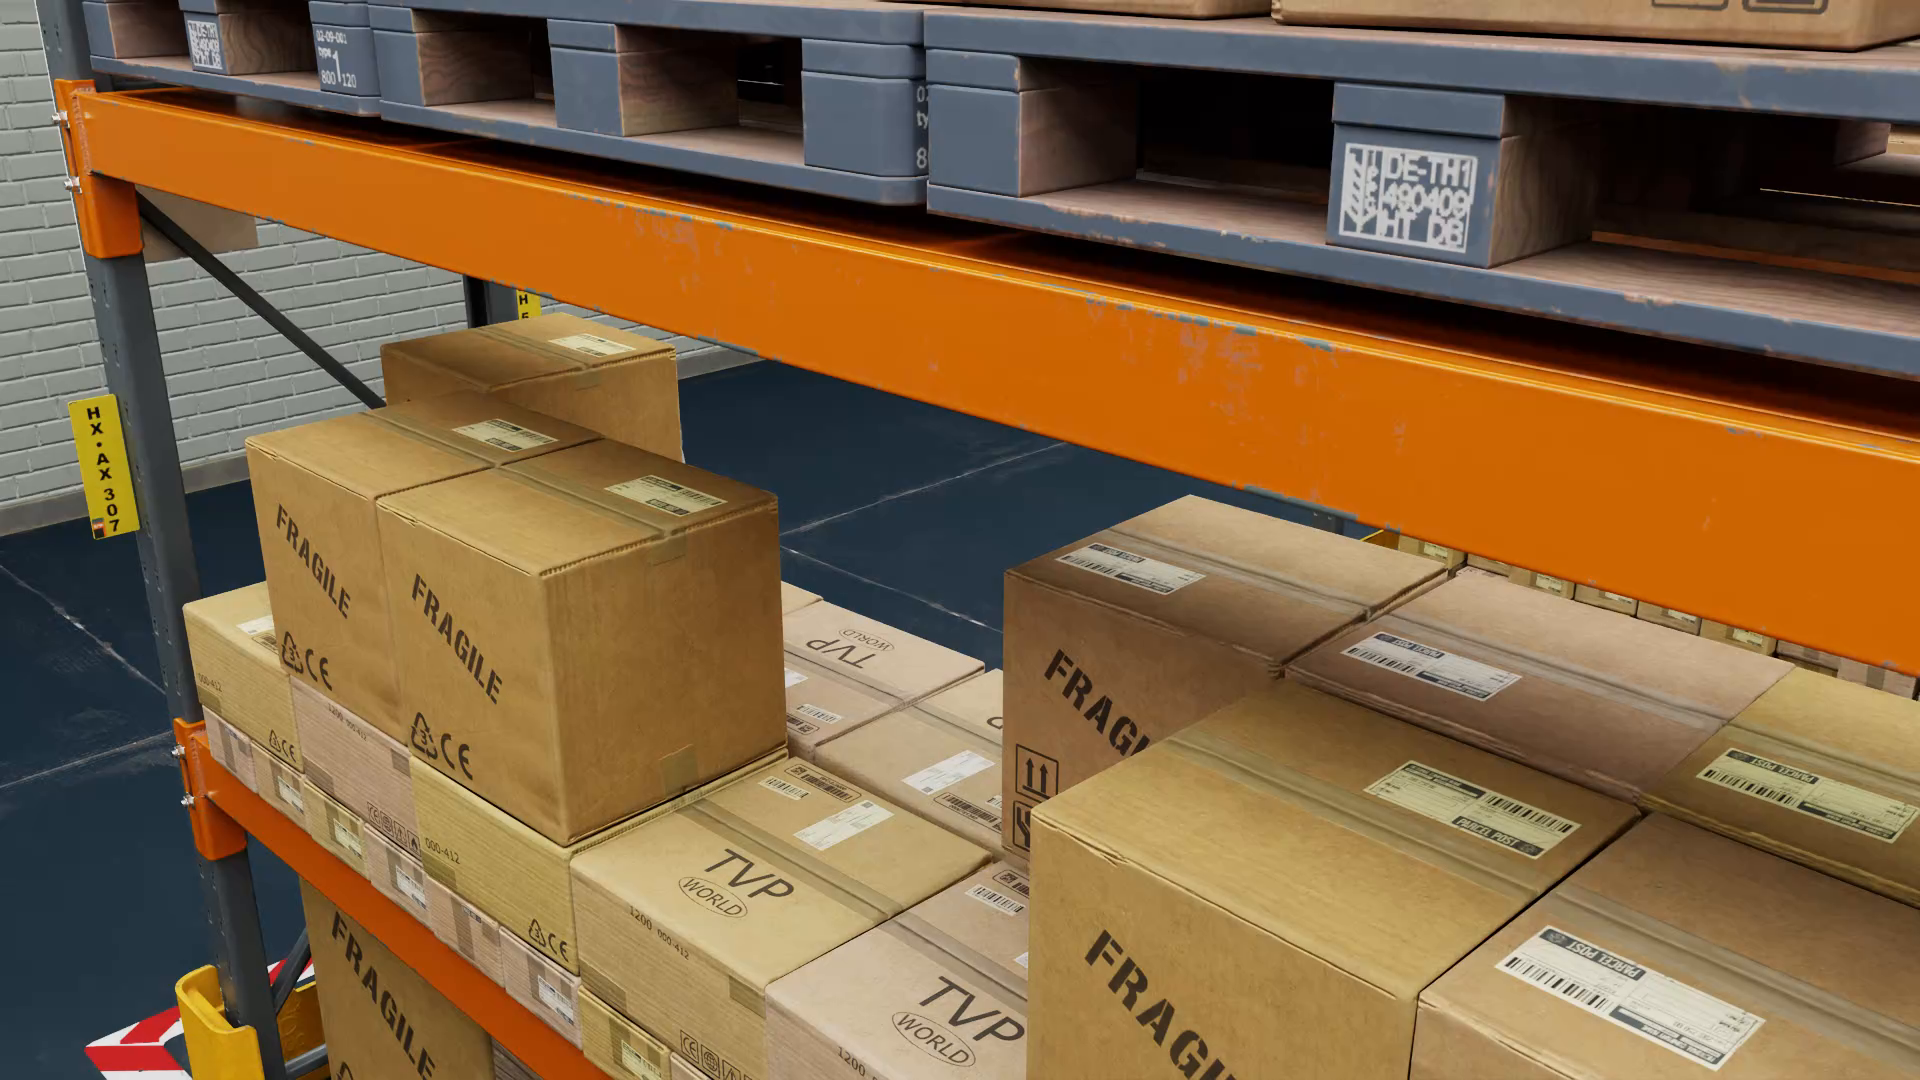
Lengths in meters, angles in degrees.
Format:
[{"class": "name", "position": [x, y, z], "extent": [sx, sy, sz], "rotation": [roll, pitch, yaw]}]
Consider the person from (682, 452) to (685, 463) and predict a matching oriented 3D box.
[{"class": "person", "position": [-1.255, 0.055, 6.429], "extent": [0.532, 1.663, 0.393], "rotation": [17, 27, 38]}]
